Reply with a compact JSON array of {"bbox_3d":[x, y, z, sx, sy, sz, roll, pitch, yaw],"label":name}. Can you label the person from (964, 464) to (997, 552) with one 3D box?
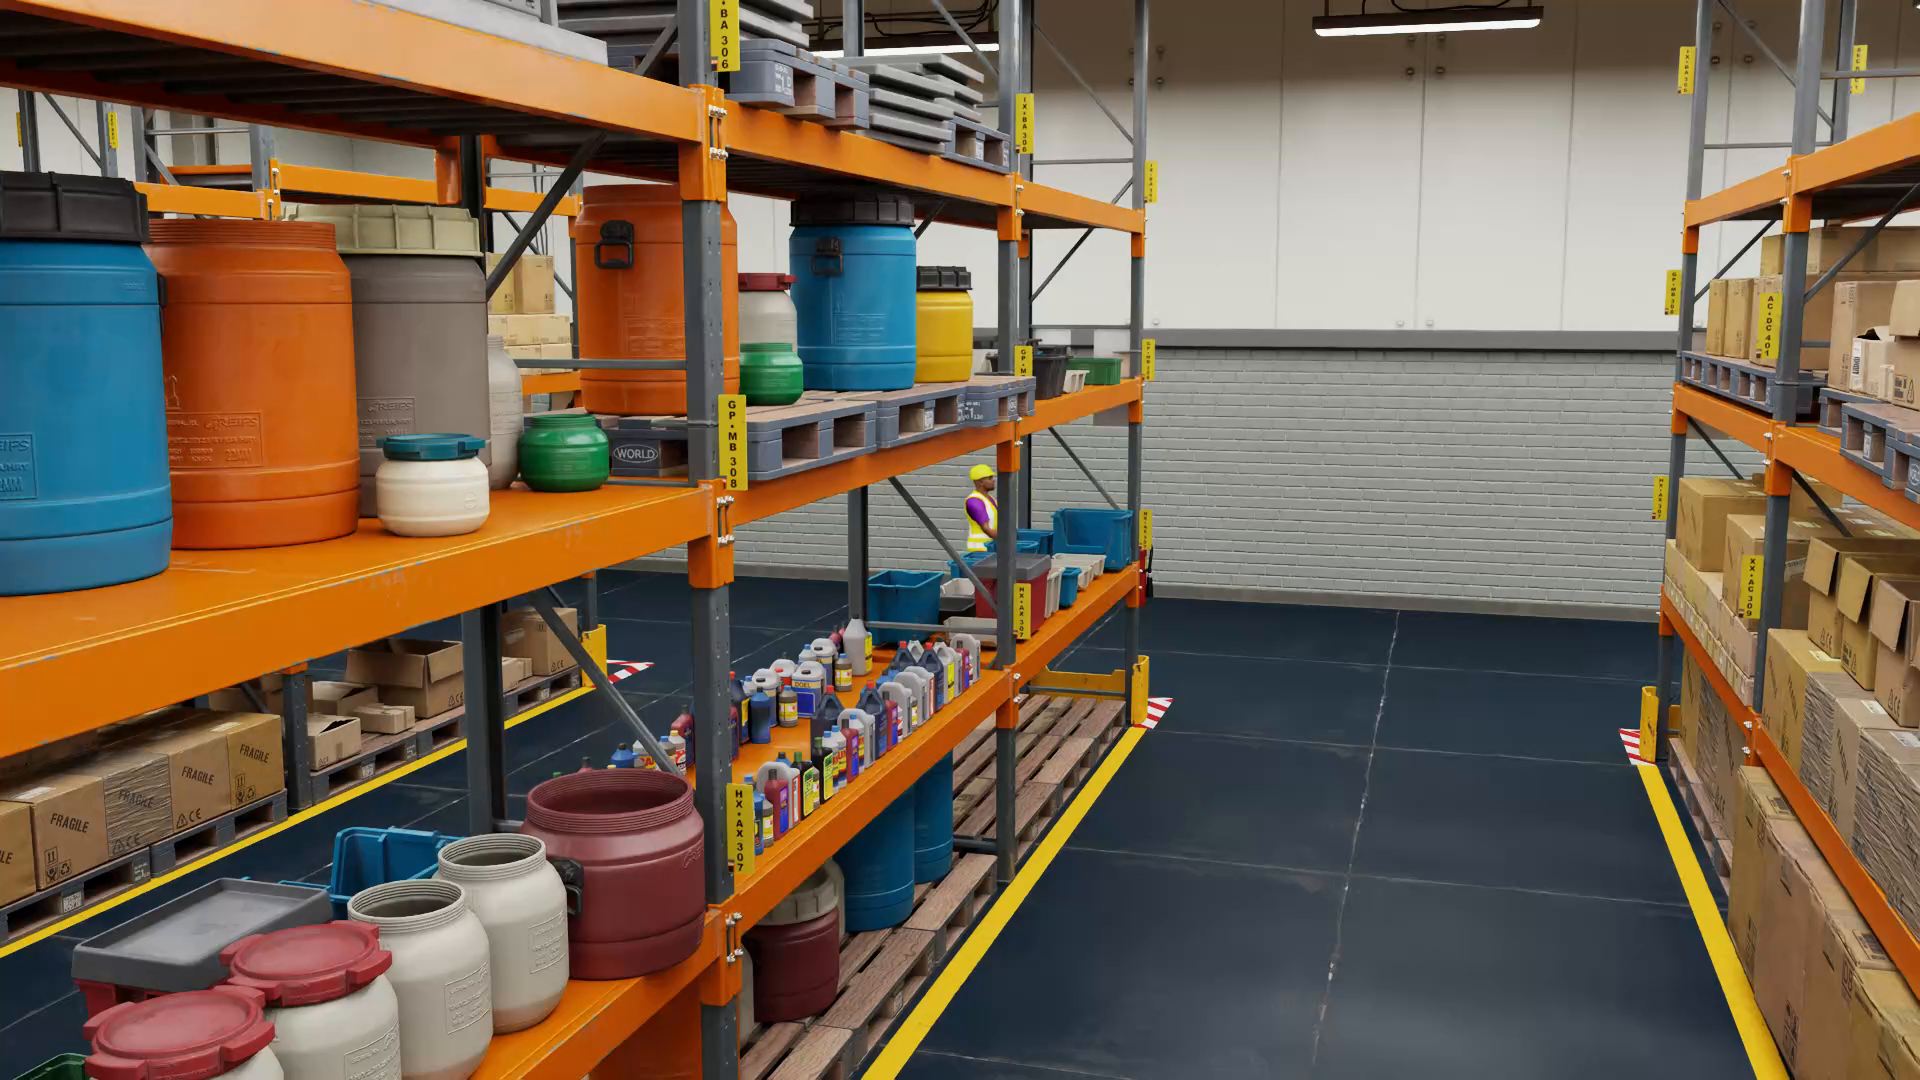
[{"bbox_3d":[0.355,0.113,16.969,0.573,1.767,0.521,2,9,16],"label":"person"}]
